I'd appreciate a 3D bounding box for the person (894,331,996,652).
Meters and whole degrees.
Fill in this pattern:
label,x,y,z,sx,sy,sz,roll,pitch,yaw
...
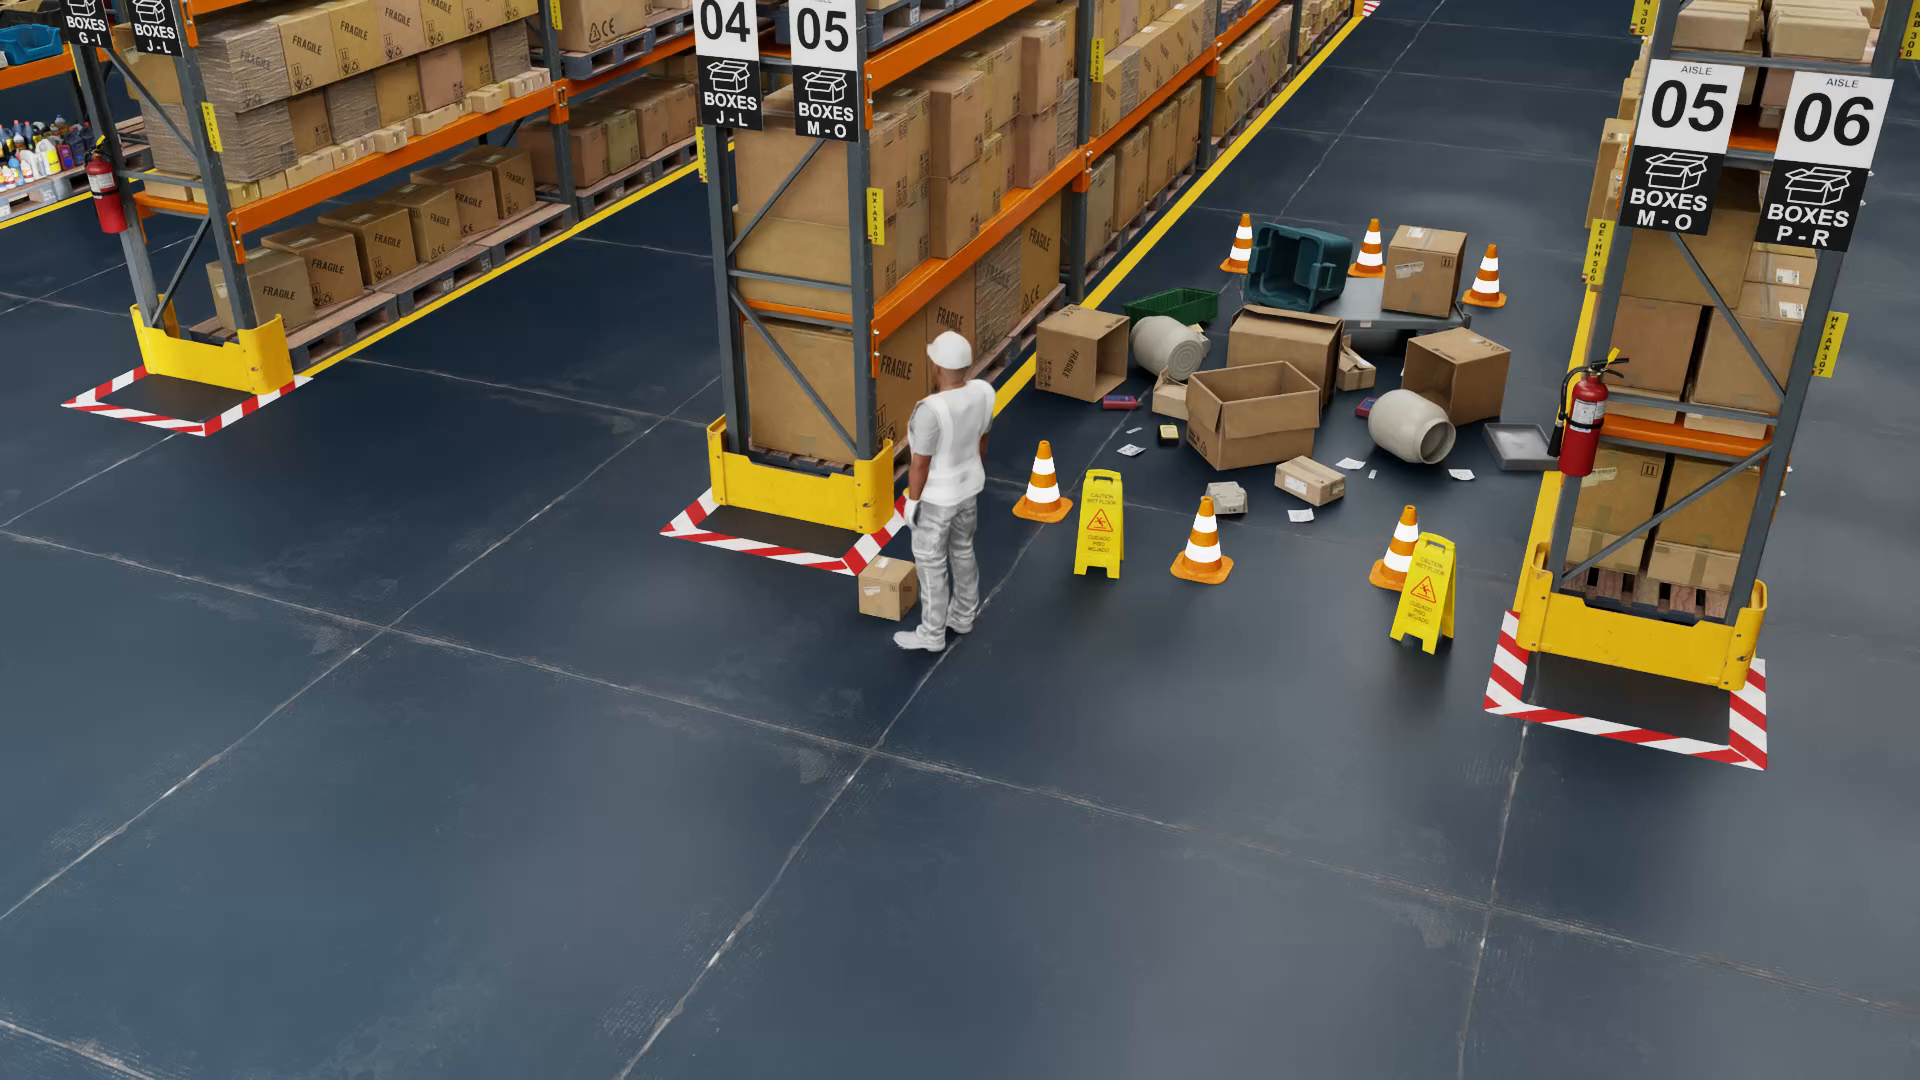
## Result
label,x,y,z,sx,sy,sz,roll,pitch,yaw
person,-0.085,-0.264,8.836,0.390,1.799,0.561,23,37,35
